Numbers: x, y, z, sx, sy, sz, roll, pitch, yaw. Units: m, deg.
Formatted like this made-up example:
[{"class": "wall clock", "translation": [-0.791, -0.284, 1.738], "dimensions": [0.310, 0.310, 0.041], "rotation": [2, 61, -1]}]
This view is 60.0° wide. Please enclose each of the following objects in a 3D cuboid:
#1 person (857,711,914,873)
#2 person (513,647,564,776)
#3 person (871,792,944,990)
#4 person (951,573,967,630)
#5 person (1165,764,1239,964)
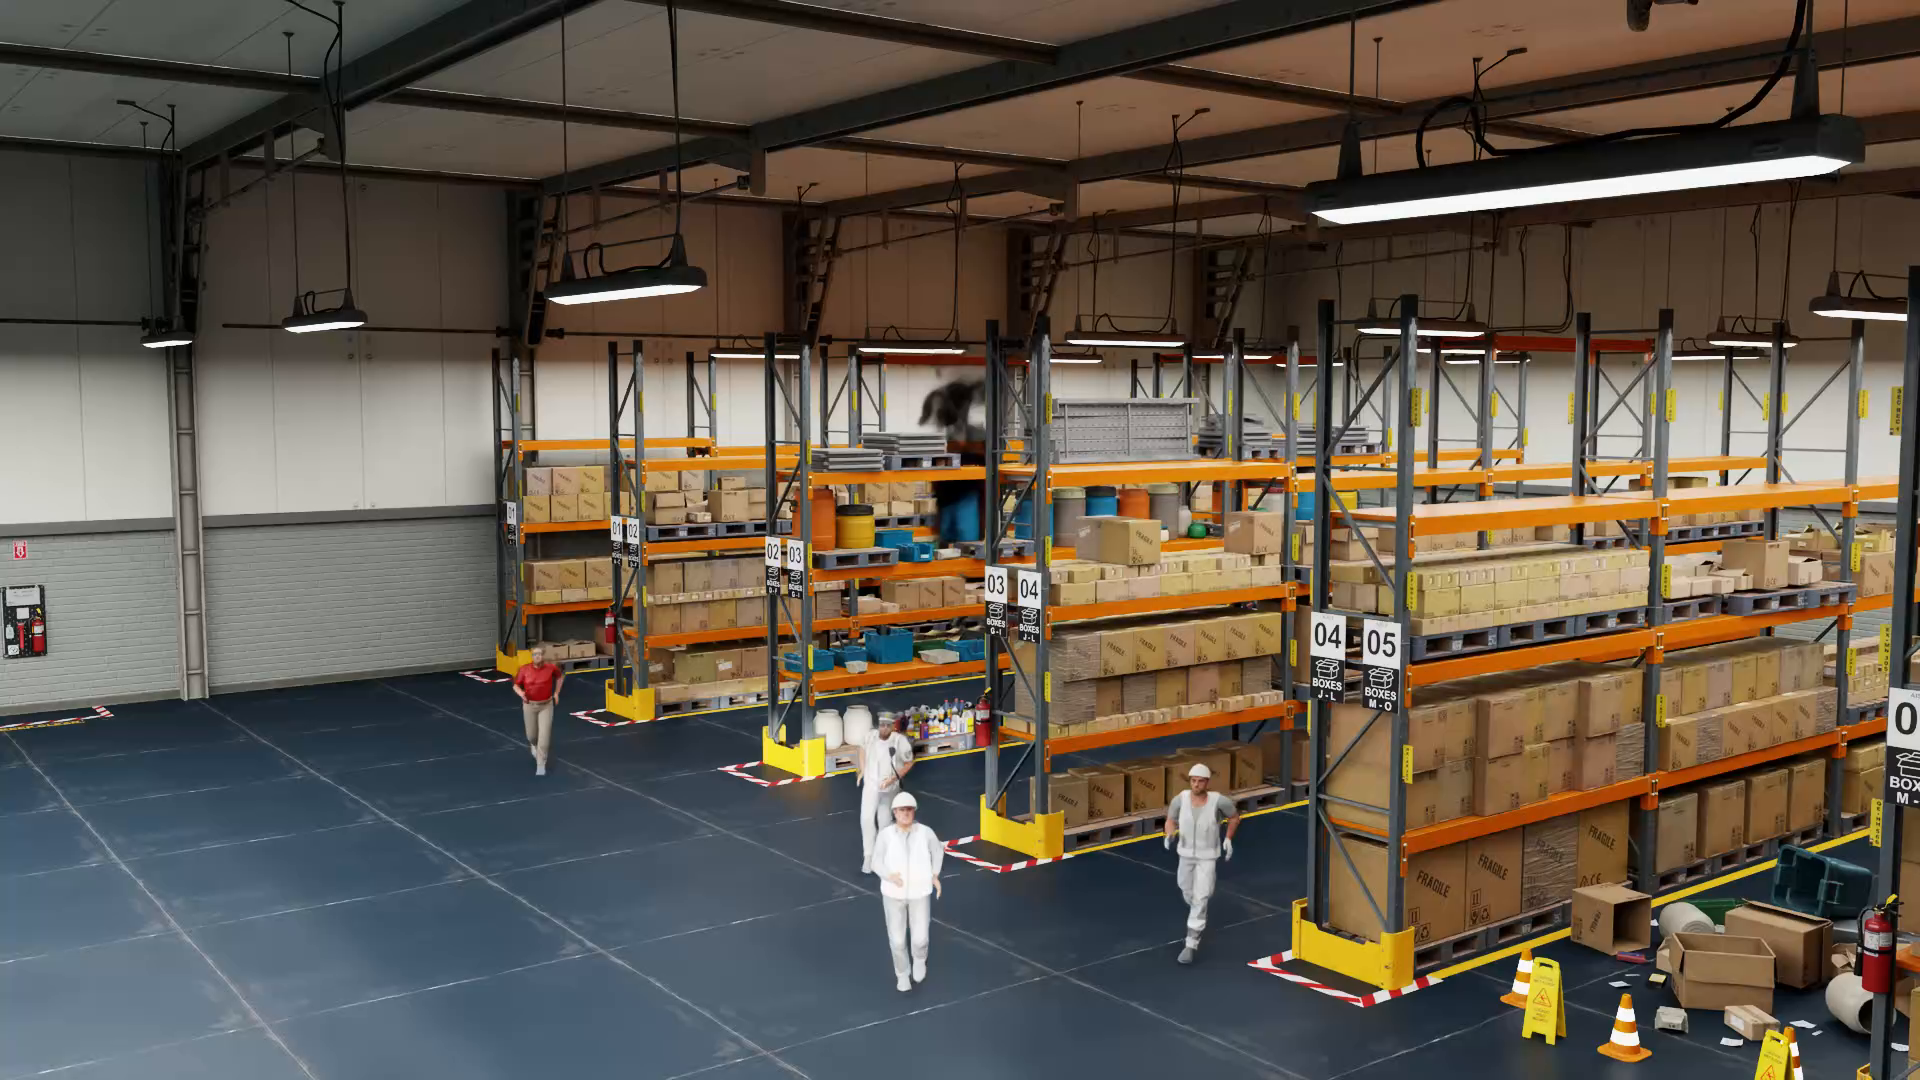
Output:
[{"class": "person", "translation": [-0.809, 2.702, 18.338], "dimensions": [0.640, 1.743, 0.946], "rotation": [1, 5, 10]}, {"class": "person", "translation": [-5.808, 2.327, 22.923], "dimensions": [0.658, 1.749, 0.886], "rotation": [-1, 5, -13]}, {"class": "person", "translation": [-0.446, 3.040, 14.292], "dimensions": [0.645, 1.732, 0.592], "rotation": [0, 5, -4]}, {"class": "person", "translation": [-0.067, 1.460, 32.887], "dimensions": [0.572, 1.618, 0.563], "rotation": [-4, 6, -38]}, {"class": "person", "translation": [2.228, 2.927, 15.397], "dimensions": [0.651, 1.781, 0.976], "rotation": [2, 5, 24]}]
